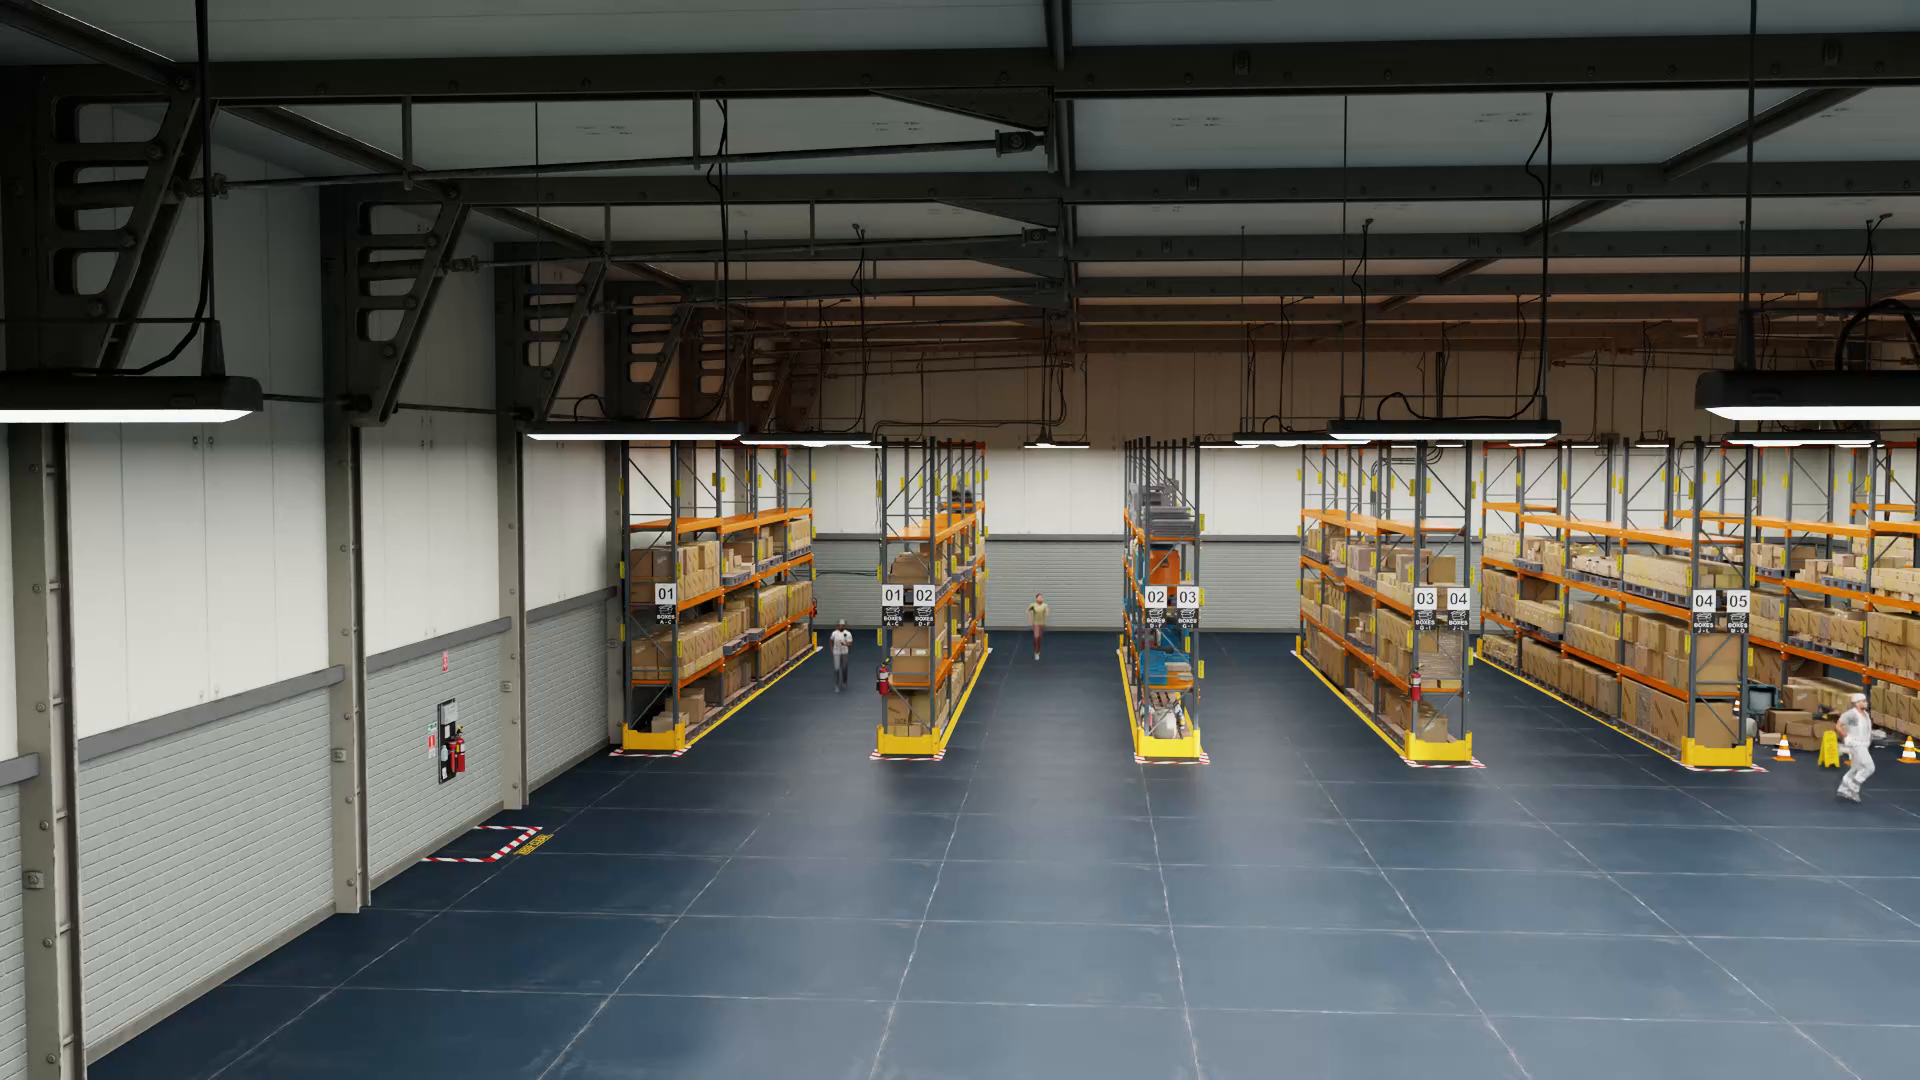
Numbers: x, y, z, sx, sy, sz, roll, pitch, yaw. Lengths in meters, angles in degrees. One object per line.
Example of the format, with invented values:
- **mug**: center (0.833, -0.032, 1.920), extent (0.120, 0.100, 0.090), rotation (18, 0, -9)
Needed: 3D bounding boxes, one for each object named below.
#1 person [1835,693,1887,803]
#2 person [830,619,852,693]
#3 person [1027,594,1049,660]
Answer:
- **person**: center (14.681, 3.382, 27.109), extent (0.628, 1.782, 0.692), rotation (-3, 4, -40)
- **person**: center (-2.837, 2.759, 39.655), extent (0.545, 1.759, 0.751), rotation (0, 3, -4)
- **person**: center (2.092, 2.296, 44.375), extent (0.564, 1.750, 0.784), rotation (-1, 3, -10)
